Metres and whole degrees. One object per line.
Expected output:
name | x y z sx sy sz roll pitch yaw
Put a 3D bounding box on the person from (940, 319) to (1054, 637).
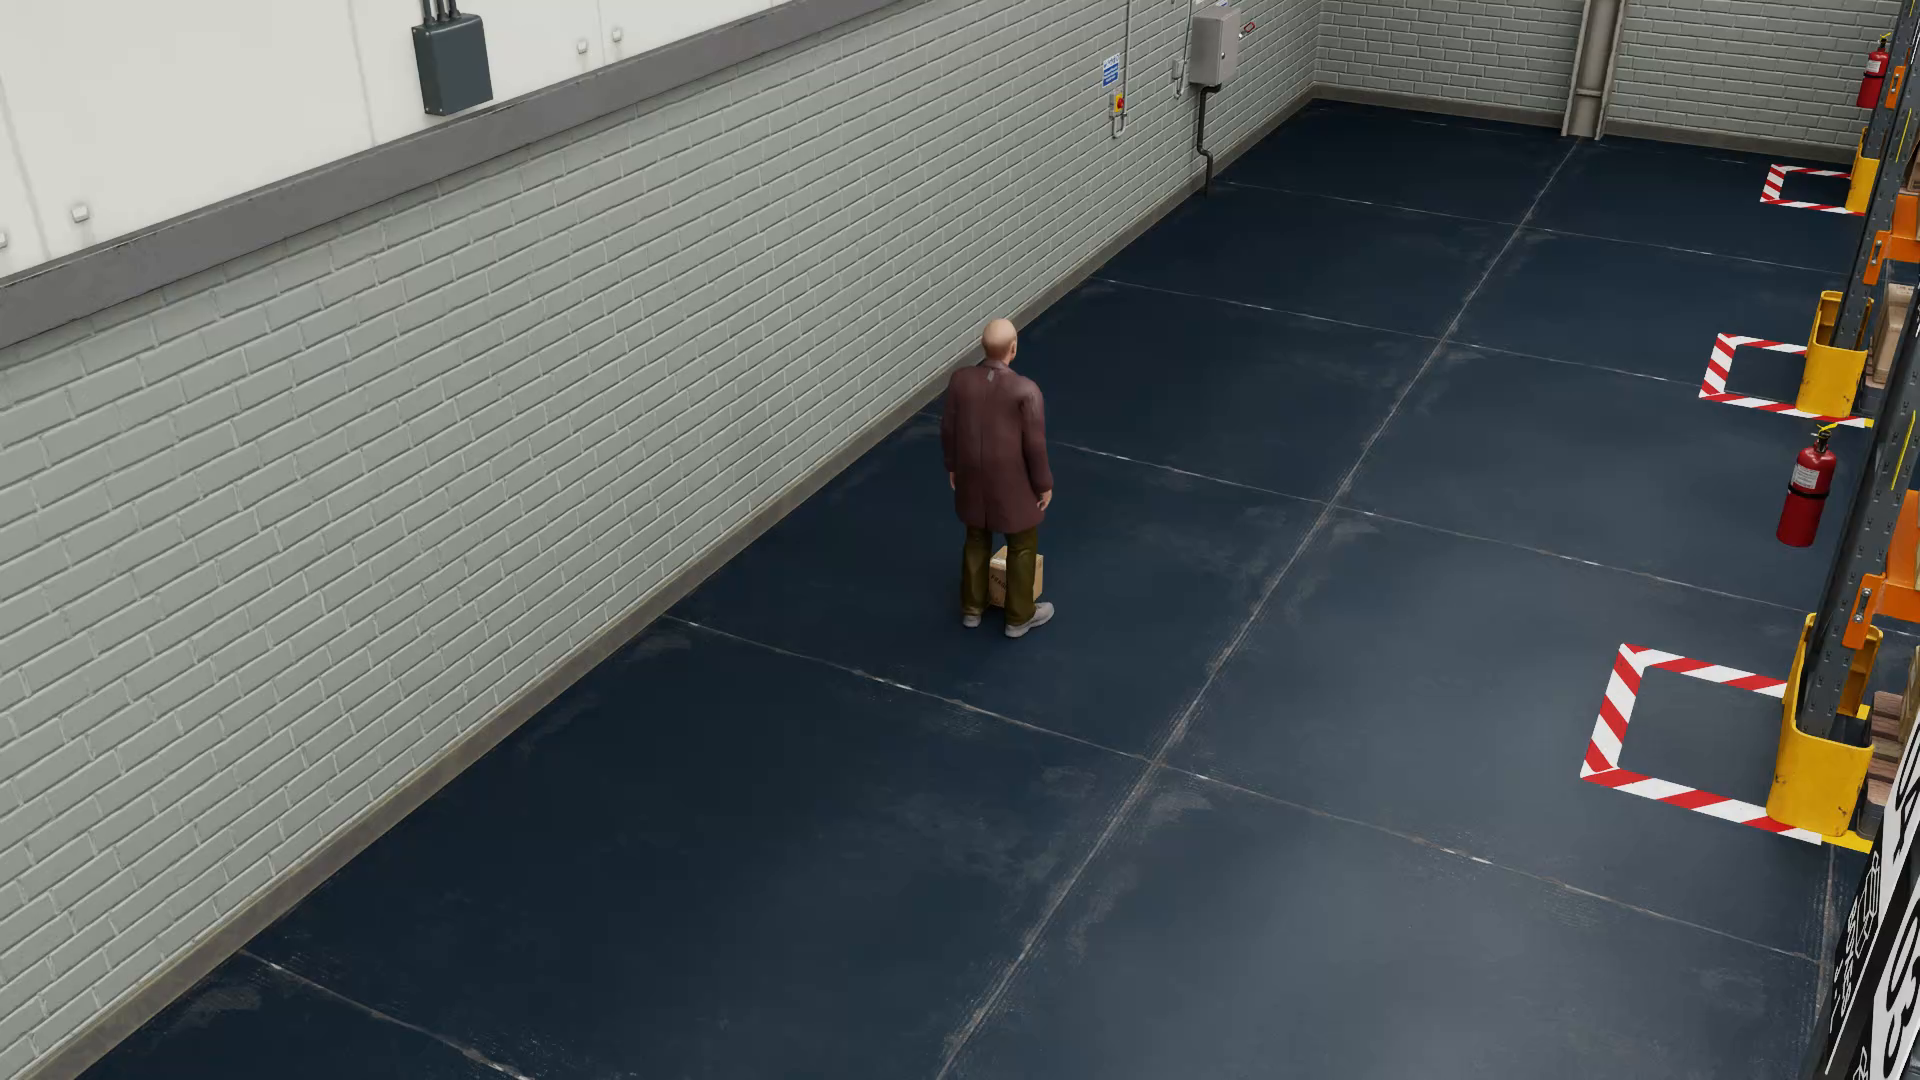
person | 0.203 -0.328 8.889 0.642 1.773 0.428 14 33 23
